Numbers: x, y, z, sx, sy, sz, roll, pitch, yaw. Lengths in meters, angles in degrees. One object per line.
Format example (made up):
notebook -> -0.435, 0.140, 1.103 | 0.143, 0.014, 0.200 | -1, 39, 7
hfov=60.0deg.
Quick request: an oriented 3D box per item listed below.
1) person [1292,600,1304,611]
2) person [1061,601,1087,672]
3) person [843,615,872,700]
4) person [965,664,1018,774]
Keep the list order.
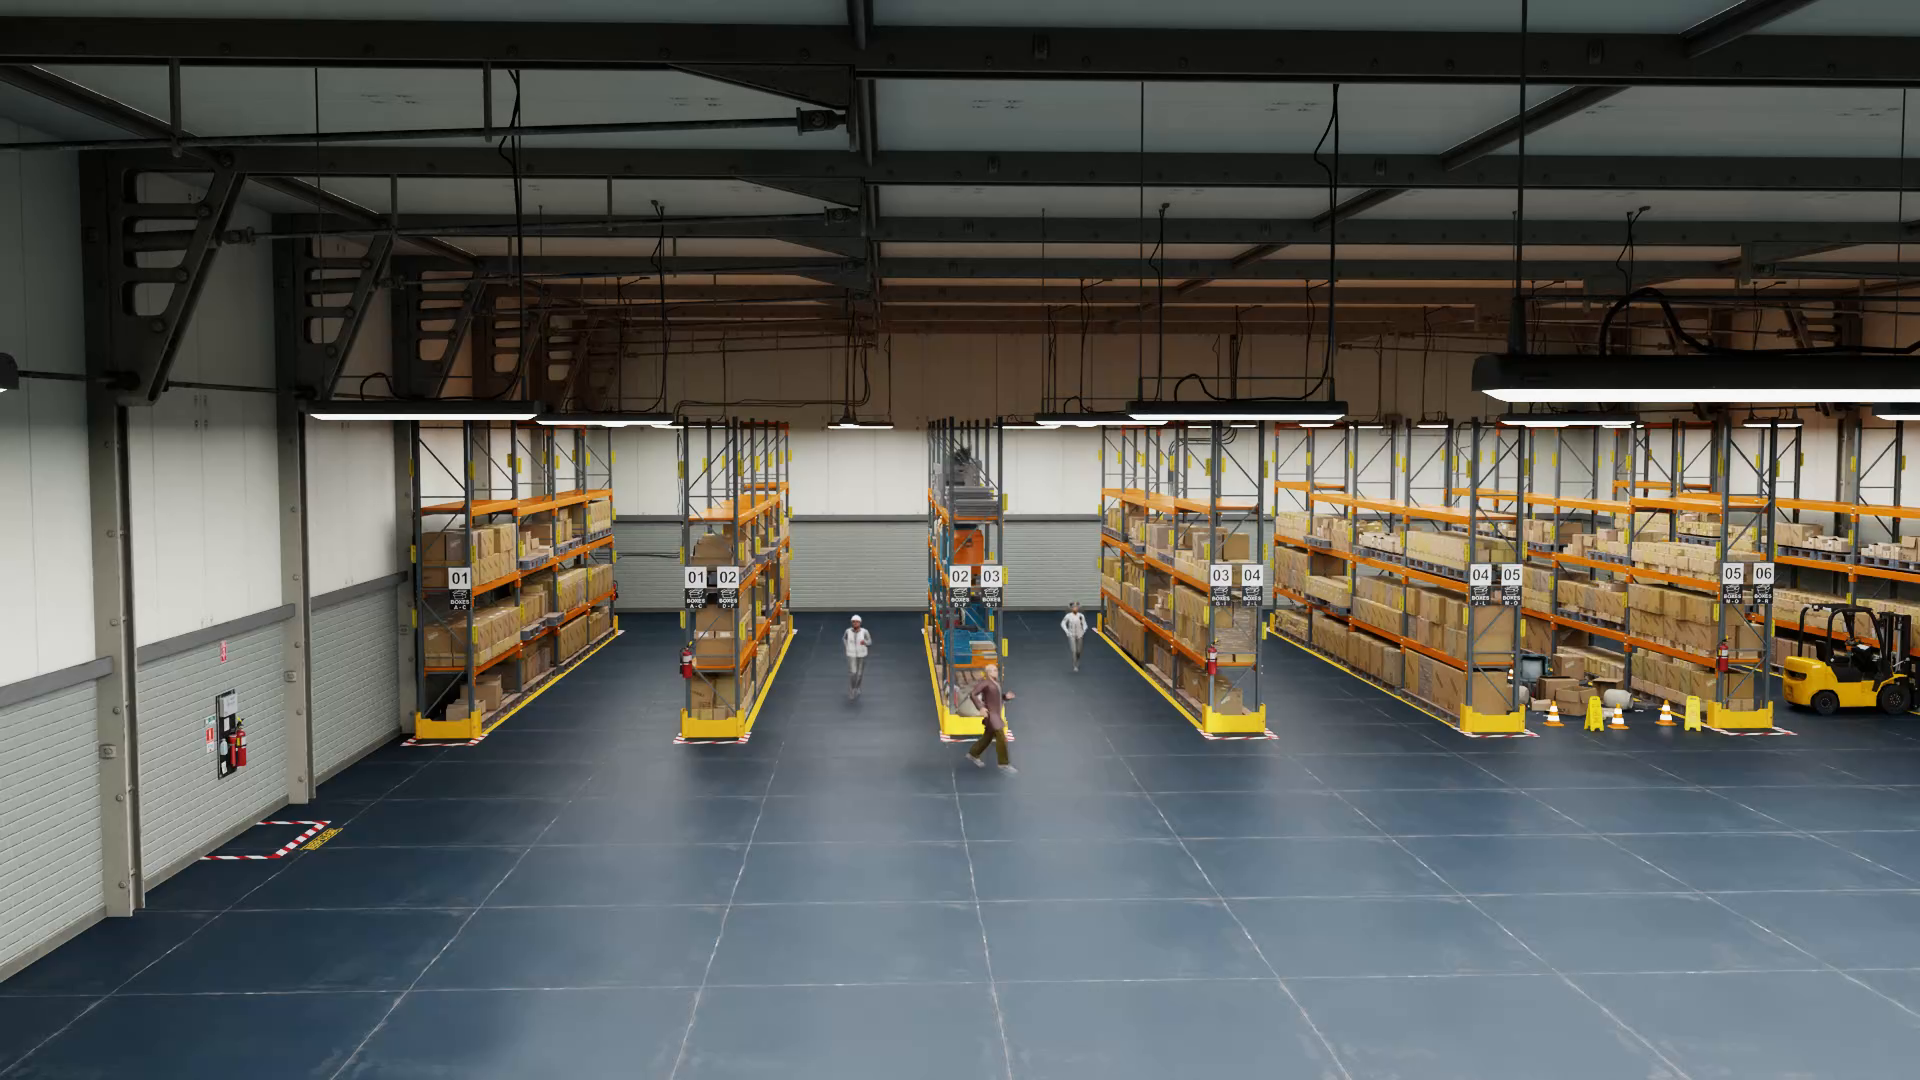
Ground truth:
person -> 10.073, 1.675, 49.063 | 0.612, 1.731, 0.770 | 3, 5, 41
person -> 2.737, 2.297, 39.807 | 0.627, 1.680, 0.635 | 0, 4, -6
person -> -2.201, 2.525, 35.737 | 0.624, 1.838, 0.763 | 0, 4, -5
person -> 0.533, 2.988, 27.959 | 0.988, 1.809, 0.686 | 1, 4, 20
